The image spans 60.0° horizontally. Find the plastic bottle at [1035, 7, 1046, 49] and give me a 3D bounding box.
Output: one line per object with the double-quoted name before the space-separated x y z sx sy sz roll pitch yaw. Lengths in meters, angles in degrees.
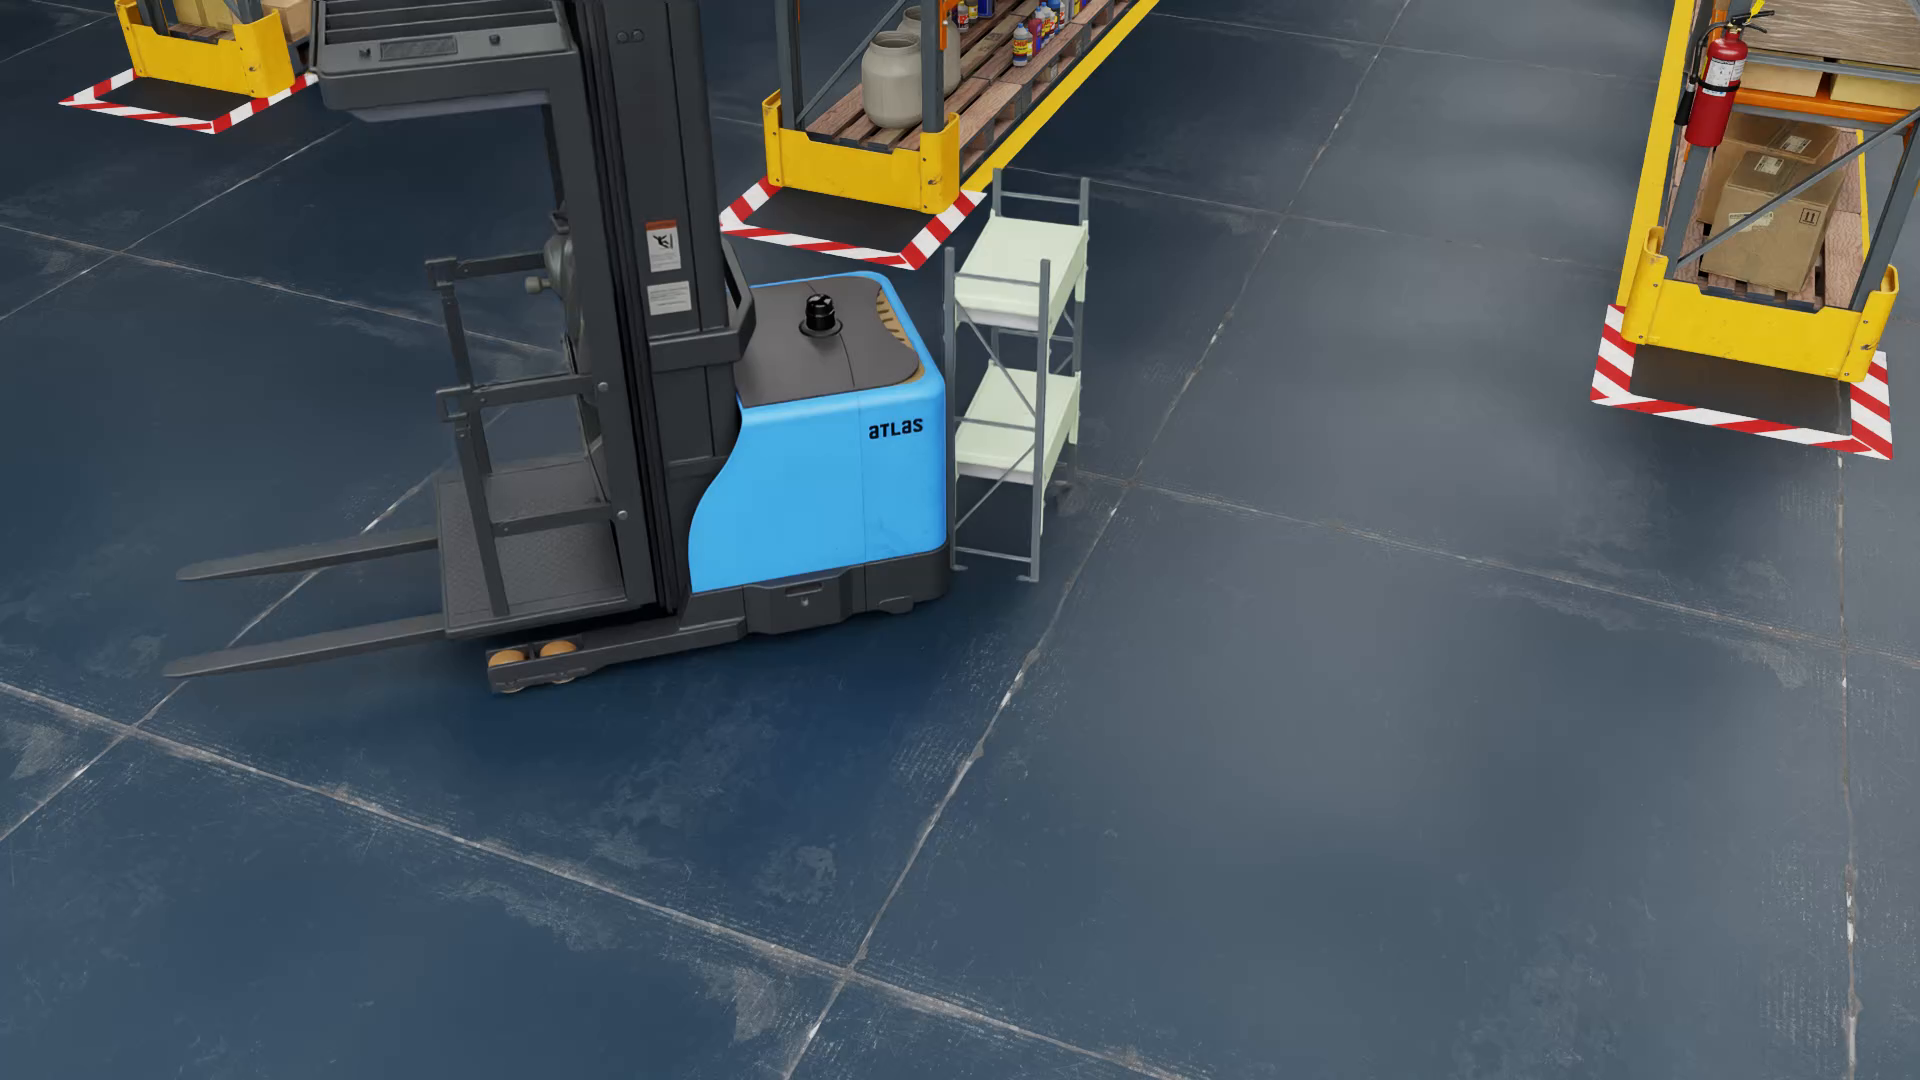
"plastic bottle" 0.532 -3.495 11.332 0.097 0.271 0.097 0 37 0

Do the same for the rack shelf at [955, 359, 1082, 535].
"rack shelf" 0.233 -0.408 7.088 0.431 0.370 0.720 9 38 12

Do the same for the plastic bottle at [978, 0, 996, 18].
"plastic bottle" 0.168 -3.877 11.839 0.152 0.276 0.135 14 39 18

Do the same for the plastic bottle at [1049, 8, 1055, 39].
"plastic bottle" 0.608 -3.577 11.500 0.097 0.201 0.097 0 37 0

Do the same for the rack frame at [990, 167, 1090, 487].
"rack frame" 0.328 -0.881 7.176 0.400 1.500 0.023 9 38 12

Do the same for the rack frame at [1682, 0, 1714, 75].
"rack frame" 5.526 -4.375 10.598 1.000 3.000 0.127 14 39 18

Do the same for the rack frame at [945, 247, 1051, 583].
"rack frame" 0.138 -0.457 6.609 0.400 1.500 0.023 9 38 12

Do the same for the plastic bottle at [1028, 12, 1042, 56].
"plastic bottle" 0.505 -3.431 11.236 0.061 0.283 0.133 14 39 18

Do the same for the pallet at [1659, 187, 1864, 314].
"pallet" 4.375 -1.528 9.117 1.003 0.211 1.213 14 39 18

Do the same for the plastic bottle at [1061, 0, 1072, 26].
"plastic bottle" 0.706 -3.792 11.726 0.152 0.276 0.135 15 39 19

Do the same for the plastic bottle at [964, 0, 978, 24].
"plastic bottle" 0.079 -3.760 11.745 0.097 0.201 0.097 0 37 0

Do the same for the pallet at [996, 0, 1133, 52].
"pallet" 0.652 -4.024 12.458 1.003 0.211 1.213 14 39 18

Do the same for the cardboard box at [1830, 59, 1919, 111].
"cardboard box" 4.333 -2.164 7.849 0.380 0.149 0.250 14 39 18

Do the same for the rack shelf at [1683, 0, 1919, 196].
"rack shelf" 4.765 -2.980 9.332 1.077 0.370 4.000 14 39 18

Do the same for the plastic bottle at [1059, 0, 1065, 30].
"plastic bottle" 0.686 -3.691 11.652 0.097 0.201 0.097 0 37 0

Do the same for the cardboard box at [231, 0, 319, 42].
"cardboard box" -4.746 -3.732 11.684 0.500 0.250 0.500 14 39 18

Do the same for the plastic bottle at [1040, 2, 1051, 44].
"plastic bottle" 0.570 -3.550 11.406 0.097 0.271 0.097 0 37 0

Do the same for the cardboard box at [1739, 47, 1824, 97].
"cardboard box" 3.922 -2.265 7.985 0.380 0.149 0.250 14 39 18

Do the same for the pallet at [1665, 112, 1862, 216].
"pallet" 4.841 -2.201 10.018 1.003 0.211 1.213 14 39 18

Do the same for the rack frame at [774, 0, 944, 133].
"rack frame" -0.576 -3.289 9.145 1.000 3.000 0.127 14 39 18

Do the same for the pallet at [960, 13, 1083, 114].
"pallet" 0.189 -3.347 11.551 1.003 0.211 1.213 14 39 18

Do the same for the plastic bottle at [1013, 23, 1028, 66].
"plastic bottle" 0.402 -3.305 11.078 0.097 0.271 0.097 0 37 0

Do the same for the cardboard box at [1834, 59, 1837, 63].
"cardboard box" 4.446 -2.298 8.028 0.380 0.149 0.250 14 39 18

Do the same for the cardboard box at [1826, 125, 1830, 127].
"cardboard box" 4.962 -2.649 10.026 0.500 0.500 0.500 11 38 14

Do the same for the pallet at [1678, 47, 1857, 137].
"pallet" 5.303 -2.879 10.925 1.003 0.211 1.213 14 39 18

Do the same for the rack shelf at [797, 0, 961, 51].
"rack shelf" 0.185 -4.108 10.842 1.077 0.370 4.000 14 39 18

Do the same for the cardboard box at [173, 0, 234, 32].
"cardboard box" -5.225 -3.850 11.842 0.500 0.250 0.500 14 39 18

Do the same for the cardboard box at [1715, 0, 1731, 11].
"cardboard box" 4.318 -2.922 8.322 0.875 0.500 0.500 14 39 18

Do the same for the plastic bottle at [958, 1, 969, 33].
"plastic bottle" 0.014 -3.653 11.602 0.097 0.201 0.097 0 37 0

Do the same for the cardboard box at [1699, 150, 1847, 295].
"cardboard box" 4.257 -1.670 8.715 0.500 0.500 0.500 21 42 26

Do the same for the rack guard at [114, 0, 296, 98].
"rack guard" -5.165 -3.405 11.388 1.175 0.500 0.348 14 39 18

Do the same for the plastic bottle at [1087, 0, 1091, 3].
"plastic bottle" 0.894 -4.090 12.062 0.144 0.351 0.185 12 38 15

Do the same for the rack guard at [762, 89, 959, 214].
"rack guard" -0.591 -2.341 9.964 1.175 0.500 0.348 14 39 18

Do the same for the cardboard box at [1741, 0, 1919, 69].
"cardboard box" 4.239 -2.618 7.915 0.875 0.500 0.500 14 39 18

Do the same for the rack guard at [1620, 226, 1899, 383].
"rack guard" 4.033 -1.202 8.440 1.175 0.500 0.348 14 39 18

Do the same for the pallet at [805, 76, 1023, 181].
"pallet" -0.277 -2.673 10.650 1.003 0.211 1.213 14 39 18

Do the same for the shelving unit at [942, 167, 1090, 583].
"shelving unit" 0.233 -0.669 6.892 0.431 1.500 0.755 9 38 12

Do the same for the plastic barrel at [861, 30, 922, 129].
"plastic barrel" -0.397 -2.842 10.275 0.421 0.512 0.421 0 37 0

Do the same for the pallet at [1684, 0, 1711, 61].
"pallet" 5.821 -3.690 12.010 1.003 0.211 1.213 14 39 18

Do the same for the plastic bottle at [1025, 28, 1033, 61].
"plastic bottle" 0.441 -3.334 11.176 0.097 0.201 0.097 0 37 0

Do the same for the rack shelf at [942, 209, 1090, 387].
"rack shelf" 0.233 -0.982 6.659 0.431 0.370 0.720 9 38 12

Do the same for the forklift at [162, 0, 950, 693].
"forklift" -1.616 -0.935 6.053 3.031 2.935 1.130 -10 38 -13

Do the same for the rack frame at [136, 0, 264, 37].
"rack frame" -5.156 -4.419 10.657 1.000 3.000 0.127 14 39 18

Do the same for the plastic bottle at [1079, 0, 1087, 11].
"plastic bottle" 0.871 -3.964 11.949 0.061 0.283 0.133 16 40 21

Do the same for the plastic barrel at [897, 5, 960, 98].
"plastic barrel" -0.206 -3.120 10.646 0.421 0.512 0.421 0 37 0

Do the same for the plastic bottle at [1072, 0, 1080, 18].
"plastic bottle" 0.771 -3.912 11.823 0.144 0.351 0.185 14 39 17

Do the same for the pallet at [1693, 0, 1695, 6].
"pallet" 6.284 -4.368 12.917 1.003 0.211 1.213 14 39 18

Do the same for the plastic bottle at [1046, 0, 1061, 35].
"plastic bottle" 0.647 -3.663 11.556 0.097 0.271 0.097 0 37 0

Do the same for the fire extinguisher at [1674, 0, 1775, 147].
"fire extinguisher" 3.534 -2.171 7.714 0.296 0.674 0.183 14 39 18

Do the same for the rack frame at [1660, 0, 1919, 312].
"rack frame" 4.004 -2.161 7.635 1.000 3.000 0.127 14 39 18

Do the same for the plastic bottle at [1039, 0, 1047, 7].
"plastic bottle" 0.607 -3.819 11.756 0.061 0.283 0.133 14 39 18

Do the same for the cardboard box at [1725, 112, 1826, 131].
"cardboard box" 4.709 -2.351 9.627 0.500 0.500 0.500 18 40 22

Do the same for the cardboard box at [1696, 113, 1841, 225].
"cardboard box" 4.453 -2.008 9.169 0.500 0.500 0.500 25 43 29

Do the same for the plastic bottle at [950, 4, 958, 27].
"plastic bottle" -0.063 -3.603 11.467 0.061 0.283 0.133 14 39 18

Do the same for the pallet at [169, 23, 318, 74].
"pallet" -4.903 -3.735 12.071 1.003 0.211 1.213 14 39 18

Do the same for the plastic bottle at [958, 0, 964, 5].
"plastic bottle" -0.050 -3.824 11.705 0.144 0.351 0.185 15 39 20
